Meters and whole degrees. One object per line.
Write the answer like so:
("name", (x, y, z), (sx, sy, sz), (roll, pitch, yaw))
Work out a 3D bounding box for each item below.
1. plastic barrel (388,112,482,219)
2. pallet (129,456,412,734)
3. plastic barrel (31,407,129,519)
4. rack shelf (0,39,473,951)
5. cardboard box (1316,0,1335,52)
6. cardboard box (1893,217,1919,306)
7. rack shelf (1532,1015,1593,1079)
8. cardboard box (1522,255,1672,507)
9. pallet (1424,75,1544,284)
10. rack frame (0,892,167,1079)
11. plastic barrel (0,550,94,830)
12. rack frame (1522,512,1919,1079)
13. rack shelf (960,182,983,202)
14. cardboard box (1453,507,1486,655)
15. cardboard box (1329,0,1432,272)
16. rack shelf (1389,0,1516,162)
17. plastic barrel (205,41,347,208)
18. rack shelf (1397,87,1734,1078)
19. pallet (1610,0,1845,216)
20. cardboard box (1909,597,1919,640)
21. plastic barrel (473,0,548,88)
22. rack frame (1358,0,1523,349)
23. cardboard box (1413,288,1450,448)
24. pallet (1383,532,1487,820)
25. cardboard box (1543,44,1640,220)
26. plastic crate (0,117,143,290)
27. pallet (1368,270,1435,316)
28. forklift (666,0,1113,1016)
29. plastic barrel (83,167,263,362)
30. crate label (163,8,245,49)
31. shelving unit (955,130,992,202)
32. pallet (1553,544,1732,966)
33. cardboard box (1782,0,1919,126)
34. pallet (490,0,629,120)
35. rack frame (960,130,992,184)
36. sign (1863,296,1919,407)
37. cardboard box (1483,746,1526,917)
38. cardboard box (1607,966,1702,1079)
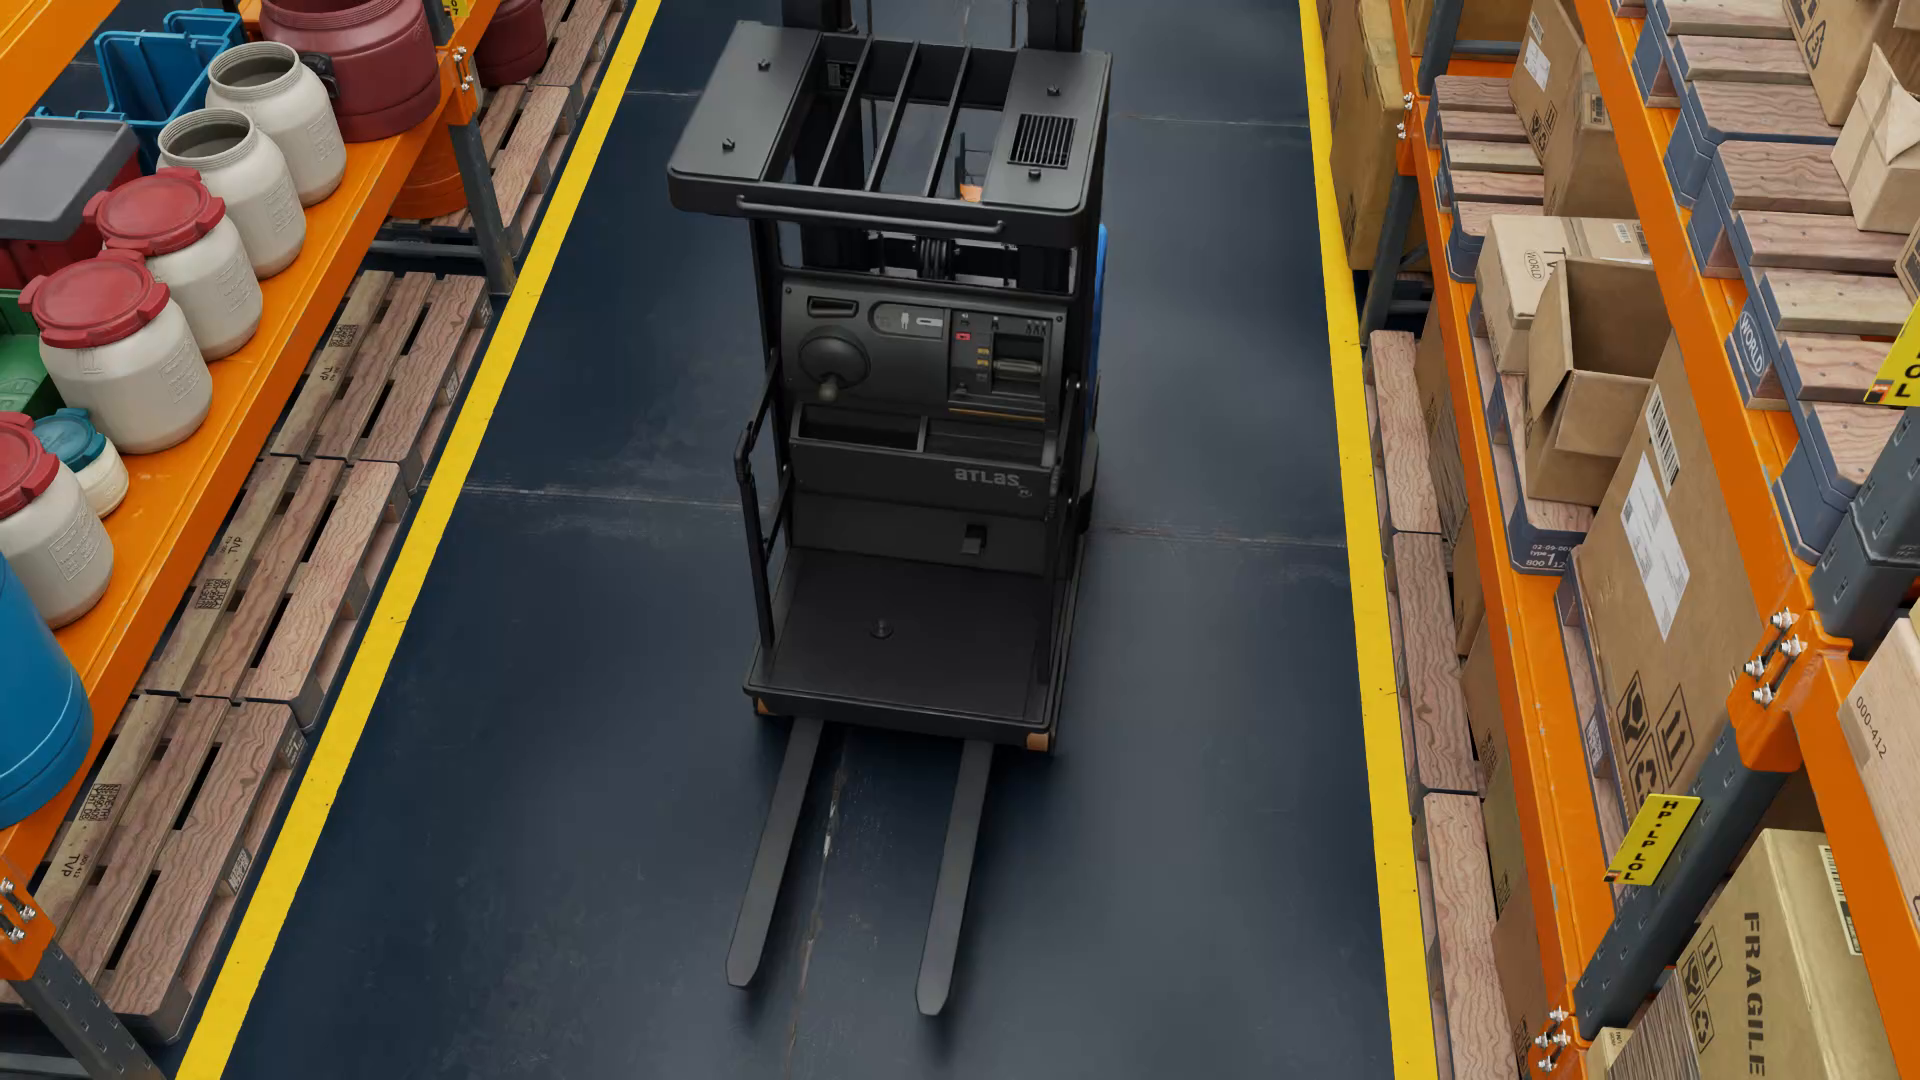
("plastic barrel", (-2.578, -2.002, 7.760), (0.600, 0.830, 0.708), (4, 48, 4))
("pallet", (-2.829, 0.170, 6.477), (1.003, 0.211, 1.213), (4, 48, 4))
("plastic barrel", (-2.697, -0.208, 5.027), (0.301, 0.262, 0.301), (0, 48, 0))
("rack shelf", (-2.788, -0.519, 5.706), (1.077, 0.370, 4.000), (4, 48, 4))
("cardboard box", (2.572, -3.134, 8.765), (1.225, 0.875, 0.875), (2, 48, 2))
("cardboard box", (2.104, -0.487, 2.801), (0.797, 0.503, 0.637), (2, 48, 2))
("rack shelf", (1.780, 2.753, 2.713), (1.077, 0.370, 4.000), (4, 48, 4))
("cardboard box", (2.028, -0.416, 4.769), (0.797, 0.503, 0.637), (8, 48, 8))
("pallet", (2.368, -1.303, 6.065), (1.213, 0.211, 1.003), (4, 48, 4))
("rack frame", (-2.967, 0.708, 4.096), (0.949, 2.616, 0.053), (4, 48, 4))
("plastic barrel", (-2.633, 0.275, 4.152), (0.600, 0.901, 0.708), (4, 48, 4))
("rack frame", (1.962, 1.041, 3.791), (1.000, 3.000, 0.127), (4, 48, 4))
("rack shelf", (0.109, -1.360, 6.773), (0.258, 0.103, 0.180), (5, 44, 4))
("cardboard box", (2.203, 0.116, 6.033), (0.700, 0.500, 0.500), (7, 48, 7))
("cardboard box", (2.410, -1.829, 7.571), (1.225, 0.875, 0.875), (2, 48, 2))
("rack shelf", (2.509, -3.126, 8.089), (1.077, 0.370, 4.000), (4, 48, 4))
("plastic barrel", (-2.487, -1.499, 6.039), (0.421, 0.512, 0.421), (0, 48, 0))
("rack shelf", (2.144, -0.186, 5.401), (1.077, 0.370, 4.000), (4, 48, 4))
("pallet", (2.216, -1.117, 3.860), (1.213, 0.211, 1.003), (4, 48, 4))
("cardboard box", (1.626, 0.162, 2.393), (0.380, 0.149, 0.250), (3, 48, 2))
("plastic barrel", (-2.475, -2.750, 8.608), (0.600, 0.588, 0.708), (4, 48, 4))
("rack frame", (2.327, -1.899, 6.480), (1.000, 3.000, 0.127), (4, 48, 4))
("cardboard box", (2.286, -0.710, 6.788), (0.700, 0.500, 0.500), (2, 48, 1))
("pallet", (2.140, 0.510, 6.166), (1.003, 0.211, 1.213), (4, 48, 4))
("cardboard box", (2.366, -1.258, 5.541), (0.700, 0.500, 0.500), (10, 48, 9))
("plastic crate", (-3.058, -1.087, 5.694), (0.402, 0.464, 0.583), (4, 48, 4))
("pallet", (2.474, -1.532, 8.034), (1.003, 0.211, 1.213), (4, 48, 4))
("forklift", (-0.155, -0.512, 5.258), (1.130, 2.935, 3.031), (7, 48, 6))
("plastic barrel", (-2.558, -0.884, 5.459), (0.433, 0.535, 0.433), (0, 48, 0))
("crate label", (-3.017, -1.891, 6.586), (0.303, 0.233, 0.416), (4, 48, 4))
("shelving unit", (0.107, -1.134, 6.993), (0.258, 1.200, 0.189), (5, 44, 4))
("pallet", (2.177, 0.553, 4.367), (1.003, 0.211, 1.213), (4, 48, 4))
("cardboard box", (2.189, -1.180, 3.435), (0.797, 0.503, 0.637), (6, 48, 5))
("pallet", (-2.461, -2.767, 9.164), (1.003, 0.211, 1.213), (4, 48, 4))
("rack frame", (0.118, -1.197, 7.058), (0.240, 1.200, 0.006), (5, 44, 4))
("sign", (1.409, -0.314, 2.380), (0.100, 0.325, 0.005), (4, 48, 4))
("cardboard box", (2.102, 0.937, 5.282), (0.700, 0.500, 0.500), (4, 48, 3))
("cardboard box", (1.860, 1.233, 3.346), (0.875, 0.500, 0.500), (4, 48, 4))
